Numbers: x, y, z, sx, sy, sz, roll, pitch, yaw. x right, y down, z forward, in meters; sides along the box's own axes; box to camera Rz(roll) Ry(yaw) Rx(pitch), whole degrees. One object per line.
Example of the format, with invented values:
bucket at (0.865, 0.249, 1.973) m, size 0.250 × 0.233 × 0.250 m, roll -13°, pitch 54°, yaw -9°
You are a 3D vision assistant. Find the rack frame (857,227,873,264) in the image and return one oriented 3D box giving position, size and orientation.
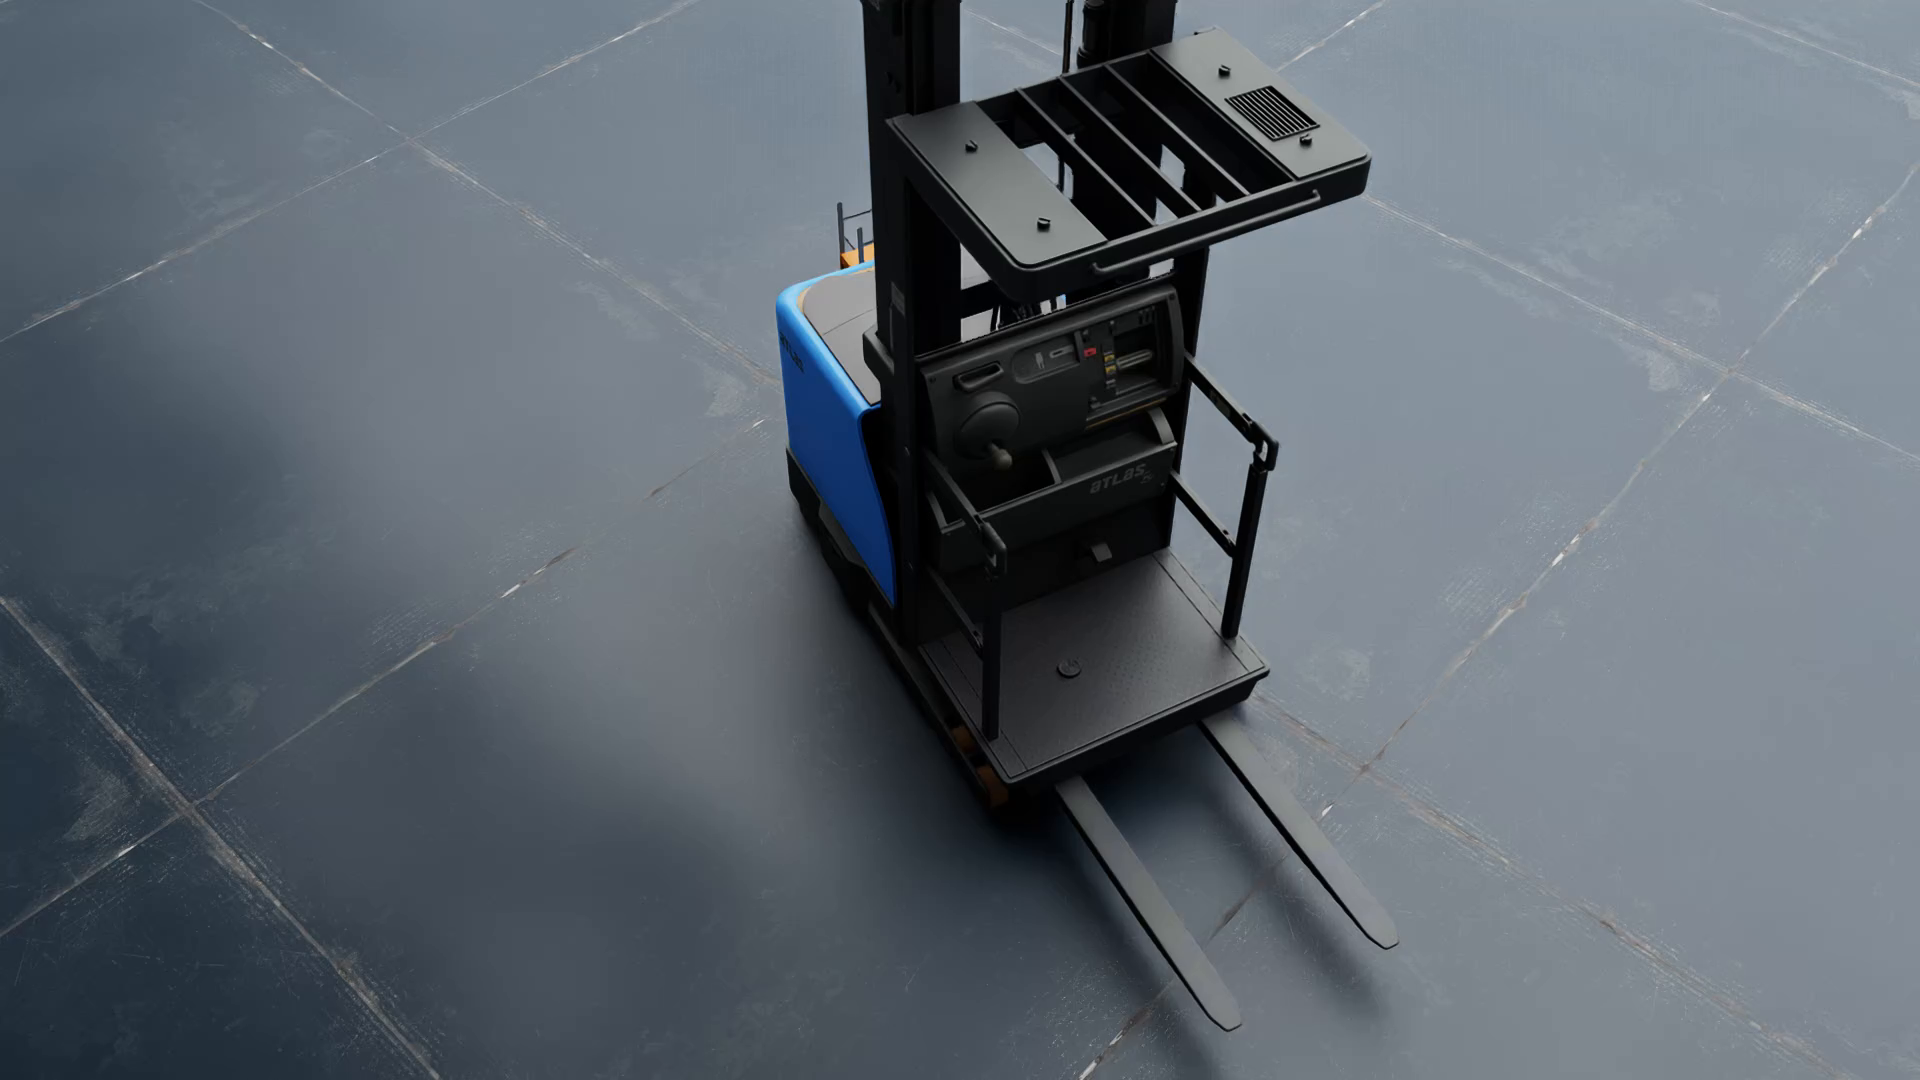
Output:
rack frame at (-0.285, -0.815, 6.801) m, size 0.240 × 1.200 × 0.006 m, roll -21°, pitch 50°, yaw -19°

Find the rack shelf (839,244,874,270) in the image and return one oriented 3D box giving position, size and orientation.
rack shelf at (-0.327, -1.090, 6.626) m, size 0.258 × 0.103 × 0.180 m, roll -21°, pitch 50°, yaw -19°

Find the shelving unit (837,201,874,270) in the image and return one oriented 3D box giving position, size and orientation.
shelving unit at (-0.327, -0.874, 6.857) m, size 0.258 × 1.200 × 0.189 m, roll -21°, pitch 50°, yaw -19°

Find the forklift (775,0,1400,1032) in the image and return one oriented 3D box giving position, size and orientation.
forklift at (0.417, -0.424, 5.246) m, size 1.130 × 2.935 × 3.031 m, roll -21°, pitch 50°, yaw -19°

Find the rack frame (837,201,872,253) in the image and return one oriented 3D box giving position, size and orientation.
rack frame at (-0.370, -0.934, 6.912) m, size 0.240 × 1.200 × 0.006 m, roll -21°, pitch 50°, yaw -19°
